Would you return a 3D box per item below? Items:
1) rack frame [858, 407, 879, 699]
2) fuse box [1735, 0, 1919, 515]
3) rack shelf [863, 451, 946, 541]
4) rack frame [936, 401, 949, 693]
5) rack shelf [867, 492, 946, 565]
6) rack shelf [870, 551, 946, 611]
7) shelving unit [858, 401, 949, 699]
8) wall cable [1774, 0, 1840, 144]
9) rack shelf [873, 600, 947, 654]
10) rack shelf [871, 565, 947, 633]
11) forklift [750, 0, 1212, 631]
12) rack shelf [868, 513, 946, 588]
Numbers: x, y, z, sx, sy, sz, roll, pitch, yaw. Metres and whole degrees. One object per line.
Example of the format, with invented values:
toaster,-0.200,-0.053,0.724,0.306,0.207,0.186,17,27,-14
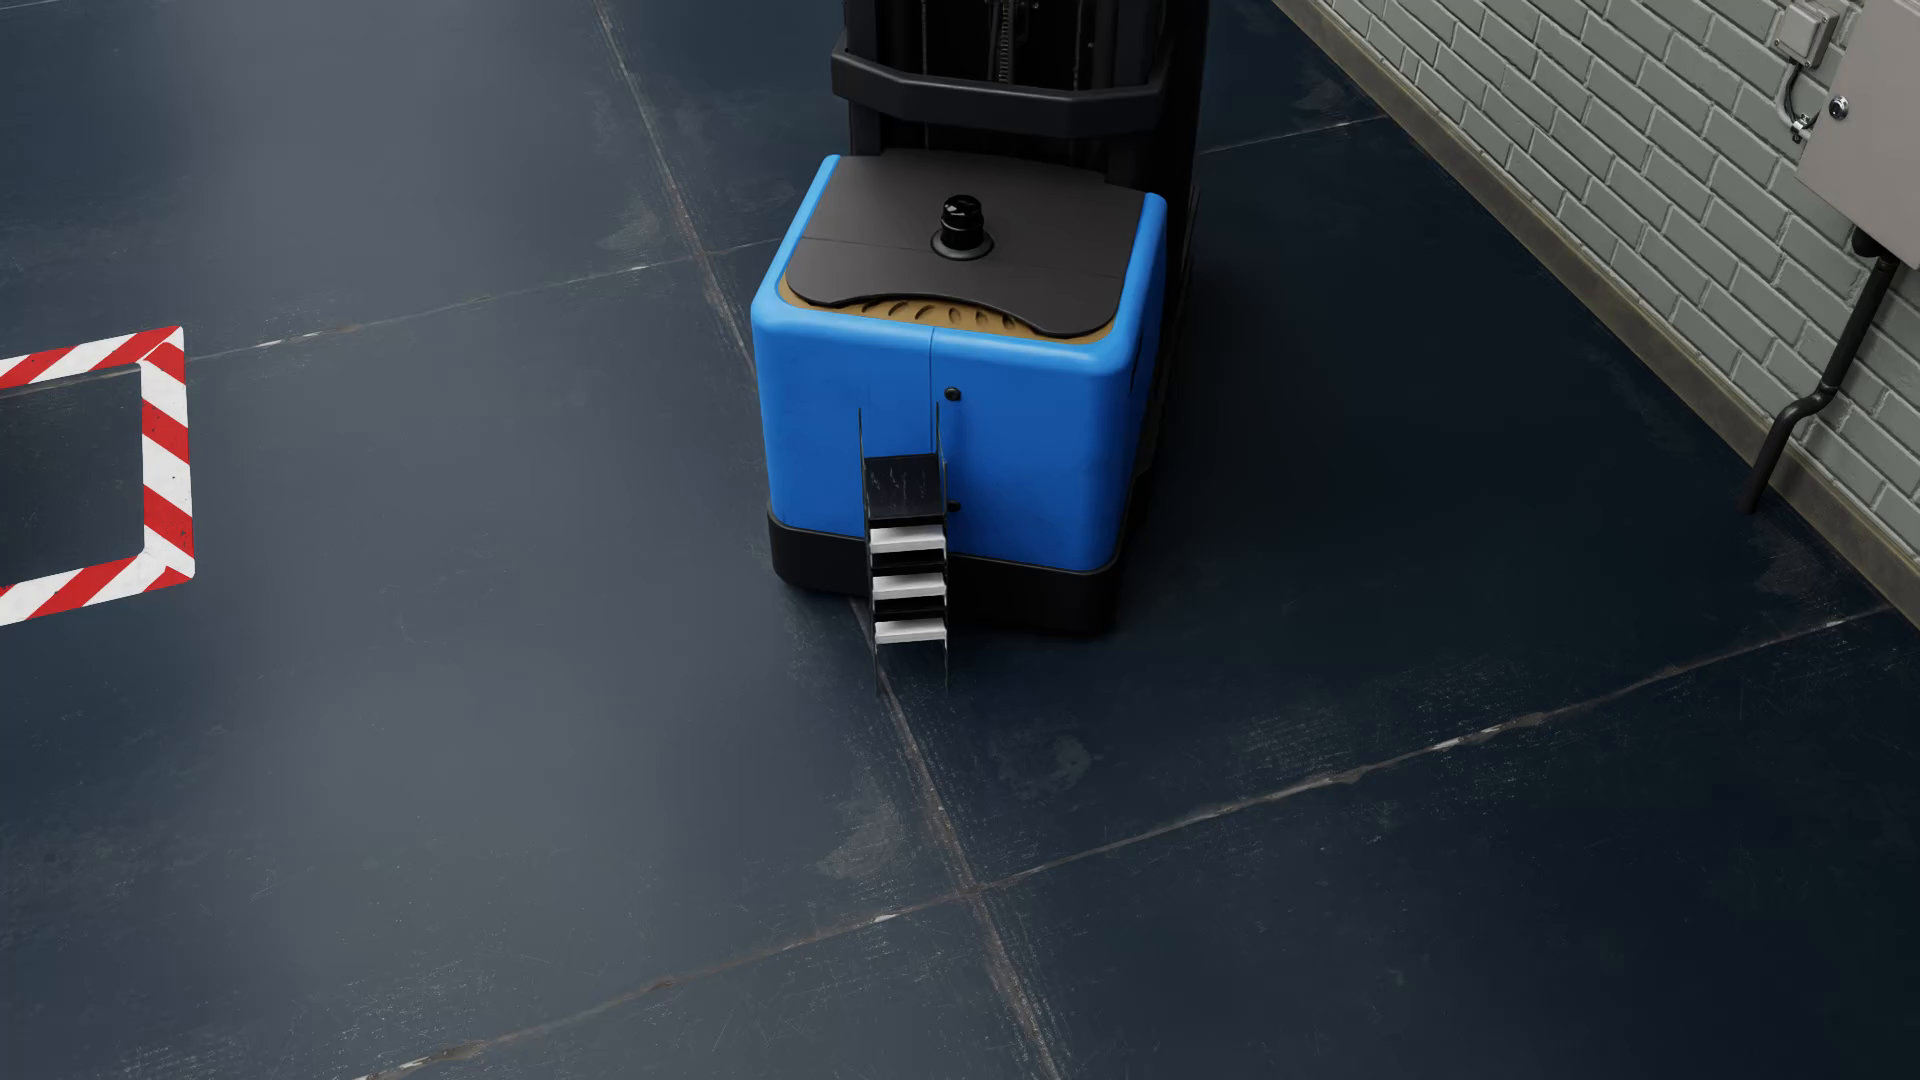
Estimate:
rack frame,-0.250,0.055,4.560,0.006,0.900,0.240,-4,45,-4
fuse box,2.508,-0.679,4.718,0.414,1.711,0.539,-14,47,-14
rack shelf,-0.149,-0.119,4.399,0.200,0.077,0.258,-4,45,-4
rack frame,-0.048,0.041,4.574,0.006,0.900,0.240,-4,45,-4
rack shelf,-0.149,-0.056,4.463,0.200,0.077,0.258,-4,45,-4
rack shelf,-0.149,0.071,4.591,0.200,0.077,0.258,-4,45,-4
shelving unit,-0.149,0.048,4.567,0.210,0.900,0.258,-4,45,-4
wall cable,2.424,-1.985,4.393,0.122,1.984,0.588,-14,47,-14
rack shelf,-0.149,0.199,4.718,0.200,0.077,0.258,-4,45,-4
rack shelf,-0.149,0.135,4.654,0.200,0.077,0.258,-4,45,-4
forklift,0.244,-1.829,5.003,1.130,2.935,3.031,9,46,9
rack shelf,-0.149,0.008,4.527,0.200,0.077,0.258,-4,45,-4
